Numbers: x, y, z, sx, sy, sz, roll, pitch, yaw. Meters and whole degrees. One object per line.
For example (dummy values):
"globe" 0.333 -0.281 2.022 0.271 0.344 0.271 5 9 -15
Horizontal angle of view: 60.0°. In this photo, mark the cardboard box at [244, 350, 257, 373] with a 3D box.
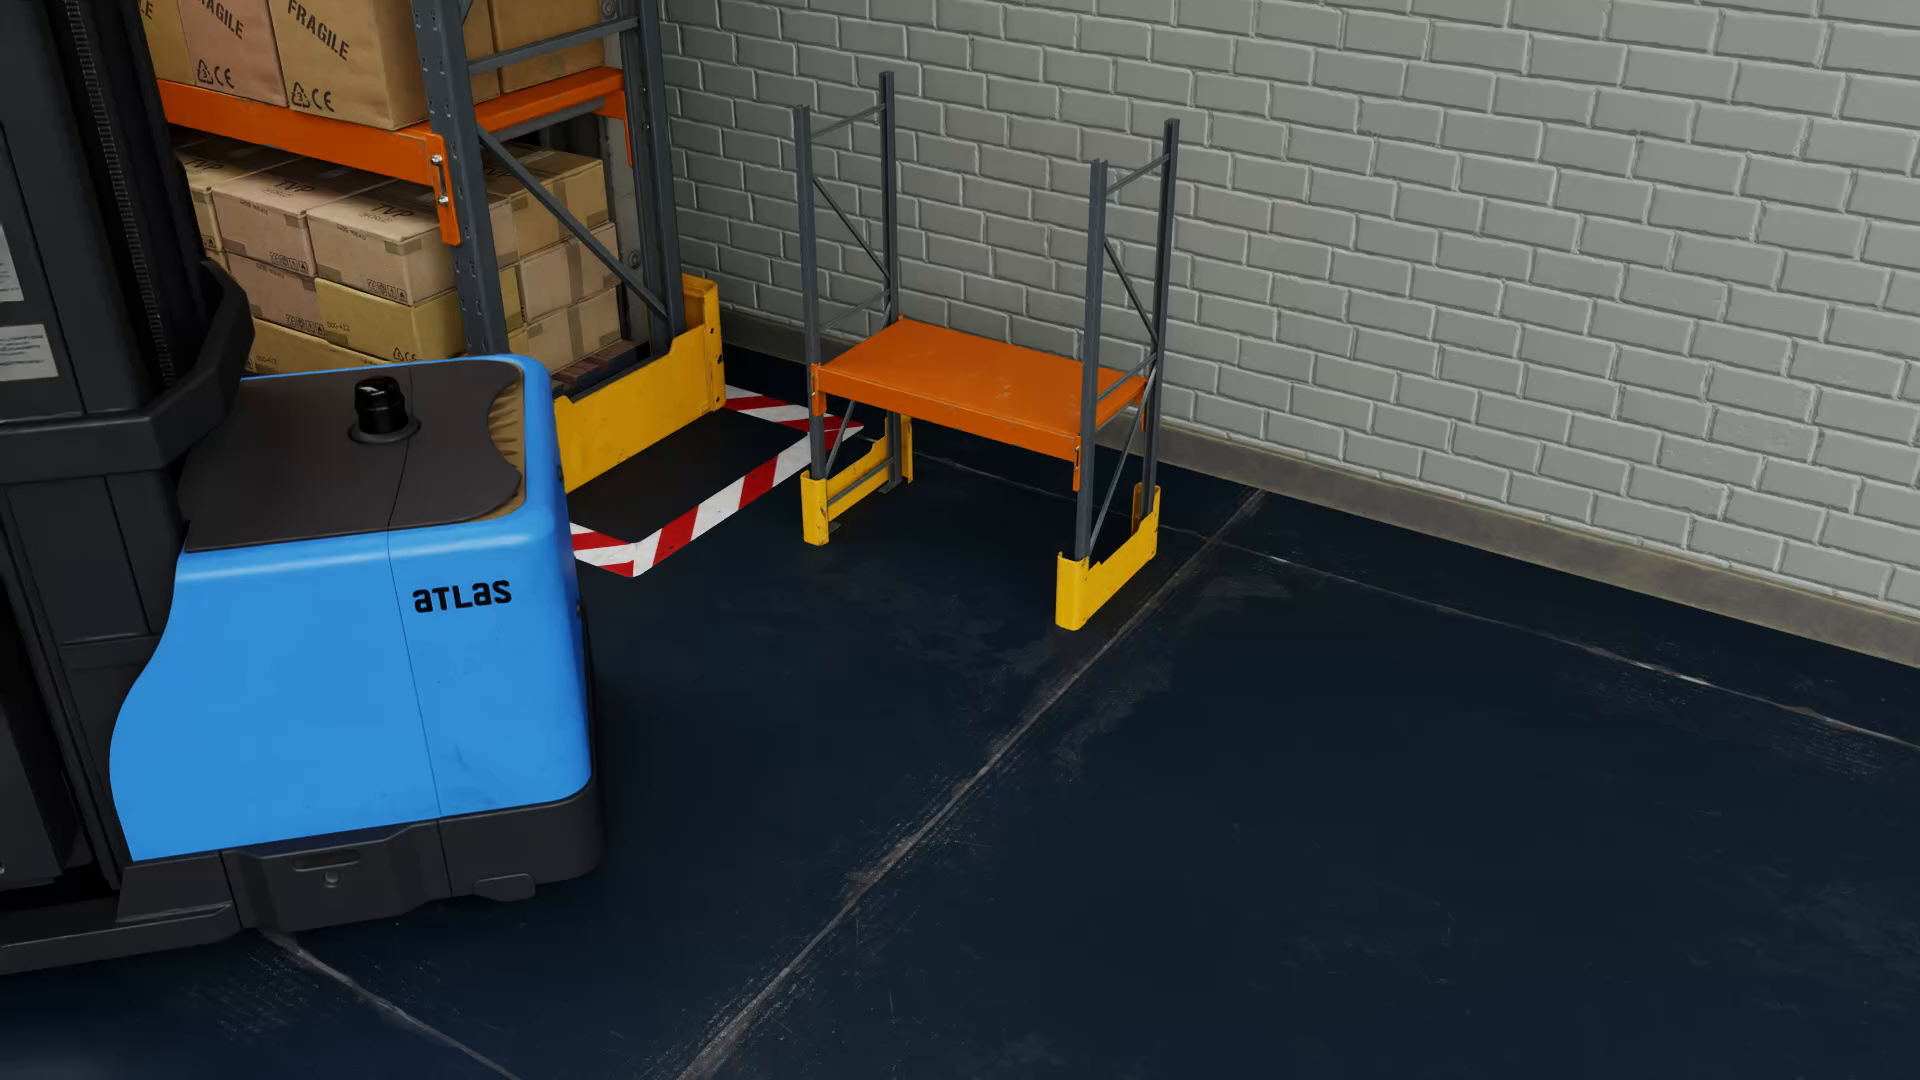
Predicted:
"cardboard box" -2.794 -0.923 6.668 0.500 0.250 0.500 18 35 28

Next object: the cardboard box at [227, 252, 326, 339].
"cardboard box" -2.391 -1.009 6.319 0.500 0.250 0.500 17 34 27

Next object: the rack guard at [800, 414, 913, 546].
"rack guard" -0.357 -0.221 5.881 0.087 0.250 0.587 18 35 27

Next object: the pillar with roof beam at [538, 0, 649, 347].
"pillar with roof beam" -3.793 -2.989 1.943 0.400 9.000 9.100 18 35 27

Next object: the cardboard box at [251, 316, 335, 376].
"cardboard box" -2.376 -0.786 6.432 0.500 0.250 0.500 18 35 27

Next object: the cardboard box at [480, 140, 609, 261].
"cardboard box" -1.700 -1.299 6.319 0.500 0.250 0.500 17 34 27

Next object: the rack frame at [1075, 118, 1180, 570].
"rack frame" 0.503 -0.489 5.099 0.032 1.500 0.500 18 35 27

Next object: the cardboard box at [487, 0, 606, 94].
"cardboard box" -1.665 -1.958 6.030 0.500 0.500 0.500 19 35 29

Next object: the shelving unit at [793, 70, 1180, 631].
"shelving unit" 0.065 -0.627 5.337 1.083 1.500 0.587 18 35 27

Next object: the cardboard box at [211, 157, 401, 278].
"cardboard box" -2.385 -1.214 6.173 0.500 0.250 0.500 18 35 28

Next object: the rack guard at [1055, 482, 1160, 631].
"rack guard" 0.486 0.046 5.423 0.087 0.250 0.587 18 35 27

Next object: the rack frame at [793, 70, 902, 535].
"rack frame" -0.358 -0.761 5.566 0.032 1.500 0.500 18 35 27

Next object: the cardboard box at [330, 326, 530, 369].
"cardboard box" -1.959 -0.648 6.197 0.500 0.250 0.500 18 35 28

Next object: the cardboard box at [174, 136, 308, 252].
"cardboard box" -2.818 -1.345 6.398 0.500 0.250 0.500 18 35 28

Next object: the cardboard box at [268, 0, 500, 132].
"cardboard box" -1.950 -1.727 5.634 0.500 0.500 0.500 17 34 26

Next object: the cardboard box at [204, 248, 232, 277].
"cardboard box" -2.839 -1.139 6.541 0.500 0.250 0.500 17 34 26

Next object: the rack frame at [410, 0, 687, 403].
"rack frame" -1.393 -1.664 5.625 0.127 3.000 1.000 18 35 27

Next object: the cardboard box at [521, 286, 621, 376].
"cardboard box" -1.705 -0.872 6.581 0.500 0.250 0.500 18 35 28

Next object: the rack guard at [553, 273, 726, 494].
"rack guard" -1.373 -0.577 6.244 0.348 0.500 1.175 18 35 27

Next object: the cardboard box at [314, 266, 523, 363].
"cardboard box" -1.972 -0.870 6.081 0.500 0.250 0.500 17 34 27

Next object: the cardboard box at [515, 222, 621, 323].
"cardboard box" -1.681 -1.088 6.454 0.500 0.250 0.500 18 35 28

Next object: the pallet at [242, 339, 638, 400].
"pallet" -2.063 -0.646 6.648 1.213 0.211 1.003 18 35 27

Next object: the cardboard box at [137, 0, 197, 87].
"cardboard box" -2.819 -2.007 6.114 0.500 0.500 0.500 17 34 26

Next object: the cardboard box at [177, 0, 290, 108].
"cardboard box" -2.384 -1.870 5.879 0.500 0.500 0.500 19 35 29

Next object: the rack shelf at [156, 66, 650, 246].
"rack shelf" -3.087 -1.889 6.725 4.000 0.370 1.077 18 35 27

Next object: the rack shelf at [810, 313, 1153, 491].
"rack shelf" 0.072 -0.470 5.424 1.000 0.185 0.538 18 35 27

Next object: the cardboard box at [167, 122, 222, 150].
"cardboard box" -3.243 -1.484 6.636 0.500 0.250 0.500 17 34 26

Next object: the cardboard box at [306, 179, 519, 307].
"cardboard box" -1.949 -1.079 5.943 0.500 0.250 0.500 19 35 29

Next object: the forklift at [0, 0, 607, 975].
"forklift" -2.475 -0.450 3.613 3.031 2.935 1.130 -7 31 -11
